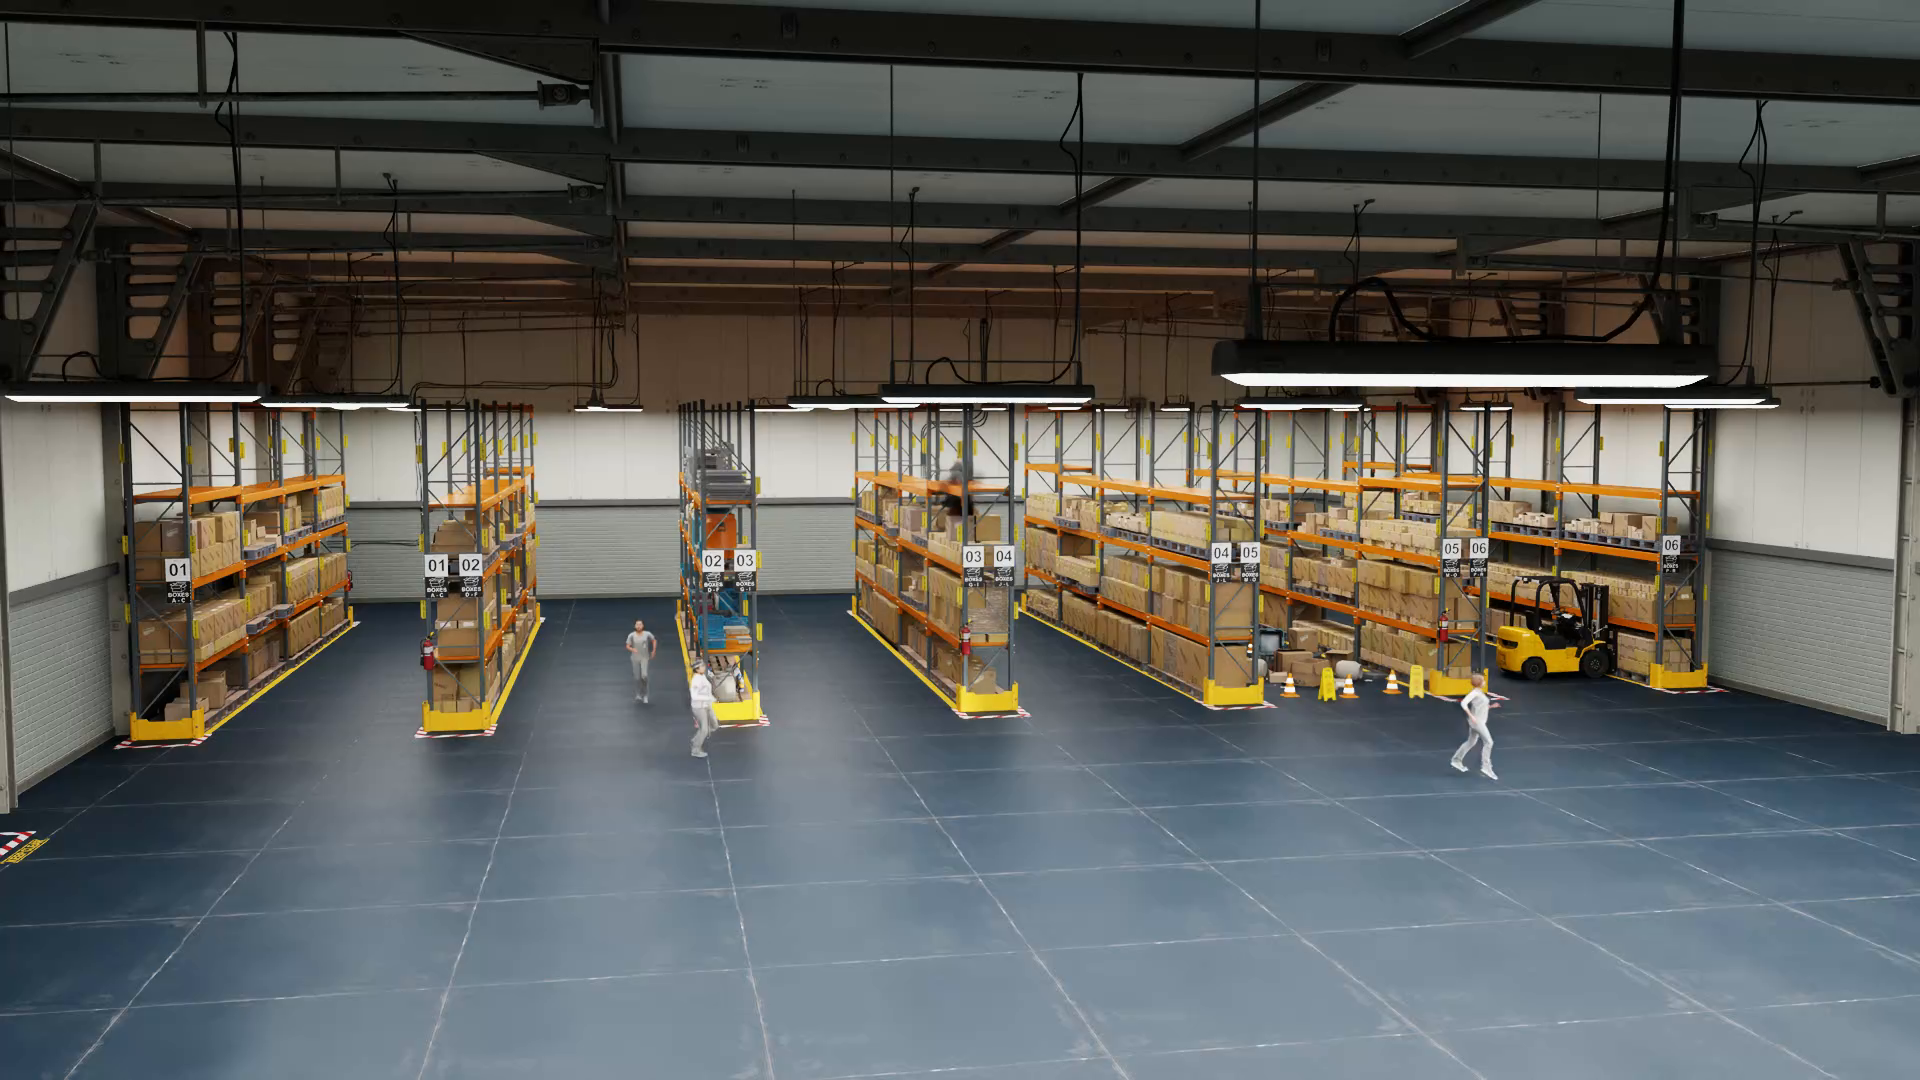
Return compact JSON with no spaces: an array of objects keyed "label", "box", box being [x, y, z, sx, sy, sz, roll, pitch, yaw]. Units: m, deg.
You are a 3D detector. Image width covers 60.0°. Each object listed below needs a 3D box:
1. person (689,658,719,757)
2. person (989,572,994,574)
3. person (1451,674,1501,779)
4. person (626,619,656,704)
[{"label":"person","box":[-4.255,2.792,27.770,0.539,1.654,0.603,1,4,14]},{"label":"person","box":[0.746,1.284,48.948,0.486,1.486,0.663,-4,6,-44]},{"label":"person","box":[8.156,2.937,26.286,0.737,1.635,0.510,1,5,18]},{"label":"person","box":[-6.331,2.414,33.008,0.576,1.713,0.705,-1,4,-8]}]
